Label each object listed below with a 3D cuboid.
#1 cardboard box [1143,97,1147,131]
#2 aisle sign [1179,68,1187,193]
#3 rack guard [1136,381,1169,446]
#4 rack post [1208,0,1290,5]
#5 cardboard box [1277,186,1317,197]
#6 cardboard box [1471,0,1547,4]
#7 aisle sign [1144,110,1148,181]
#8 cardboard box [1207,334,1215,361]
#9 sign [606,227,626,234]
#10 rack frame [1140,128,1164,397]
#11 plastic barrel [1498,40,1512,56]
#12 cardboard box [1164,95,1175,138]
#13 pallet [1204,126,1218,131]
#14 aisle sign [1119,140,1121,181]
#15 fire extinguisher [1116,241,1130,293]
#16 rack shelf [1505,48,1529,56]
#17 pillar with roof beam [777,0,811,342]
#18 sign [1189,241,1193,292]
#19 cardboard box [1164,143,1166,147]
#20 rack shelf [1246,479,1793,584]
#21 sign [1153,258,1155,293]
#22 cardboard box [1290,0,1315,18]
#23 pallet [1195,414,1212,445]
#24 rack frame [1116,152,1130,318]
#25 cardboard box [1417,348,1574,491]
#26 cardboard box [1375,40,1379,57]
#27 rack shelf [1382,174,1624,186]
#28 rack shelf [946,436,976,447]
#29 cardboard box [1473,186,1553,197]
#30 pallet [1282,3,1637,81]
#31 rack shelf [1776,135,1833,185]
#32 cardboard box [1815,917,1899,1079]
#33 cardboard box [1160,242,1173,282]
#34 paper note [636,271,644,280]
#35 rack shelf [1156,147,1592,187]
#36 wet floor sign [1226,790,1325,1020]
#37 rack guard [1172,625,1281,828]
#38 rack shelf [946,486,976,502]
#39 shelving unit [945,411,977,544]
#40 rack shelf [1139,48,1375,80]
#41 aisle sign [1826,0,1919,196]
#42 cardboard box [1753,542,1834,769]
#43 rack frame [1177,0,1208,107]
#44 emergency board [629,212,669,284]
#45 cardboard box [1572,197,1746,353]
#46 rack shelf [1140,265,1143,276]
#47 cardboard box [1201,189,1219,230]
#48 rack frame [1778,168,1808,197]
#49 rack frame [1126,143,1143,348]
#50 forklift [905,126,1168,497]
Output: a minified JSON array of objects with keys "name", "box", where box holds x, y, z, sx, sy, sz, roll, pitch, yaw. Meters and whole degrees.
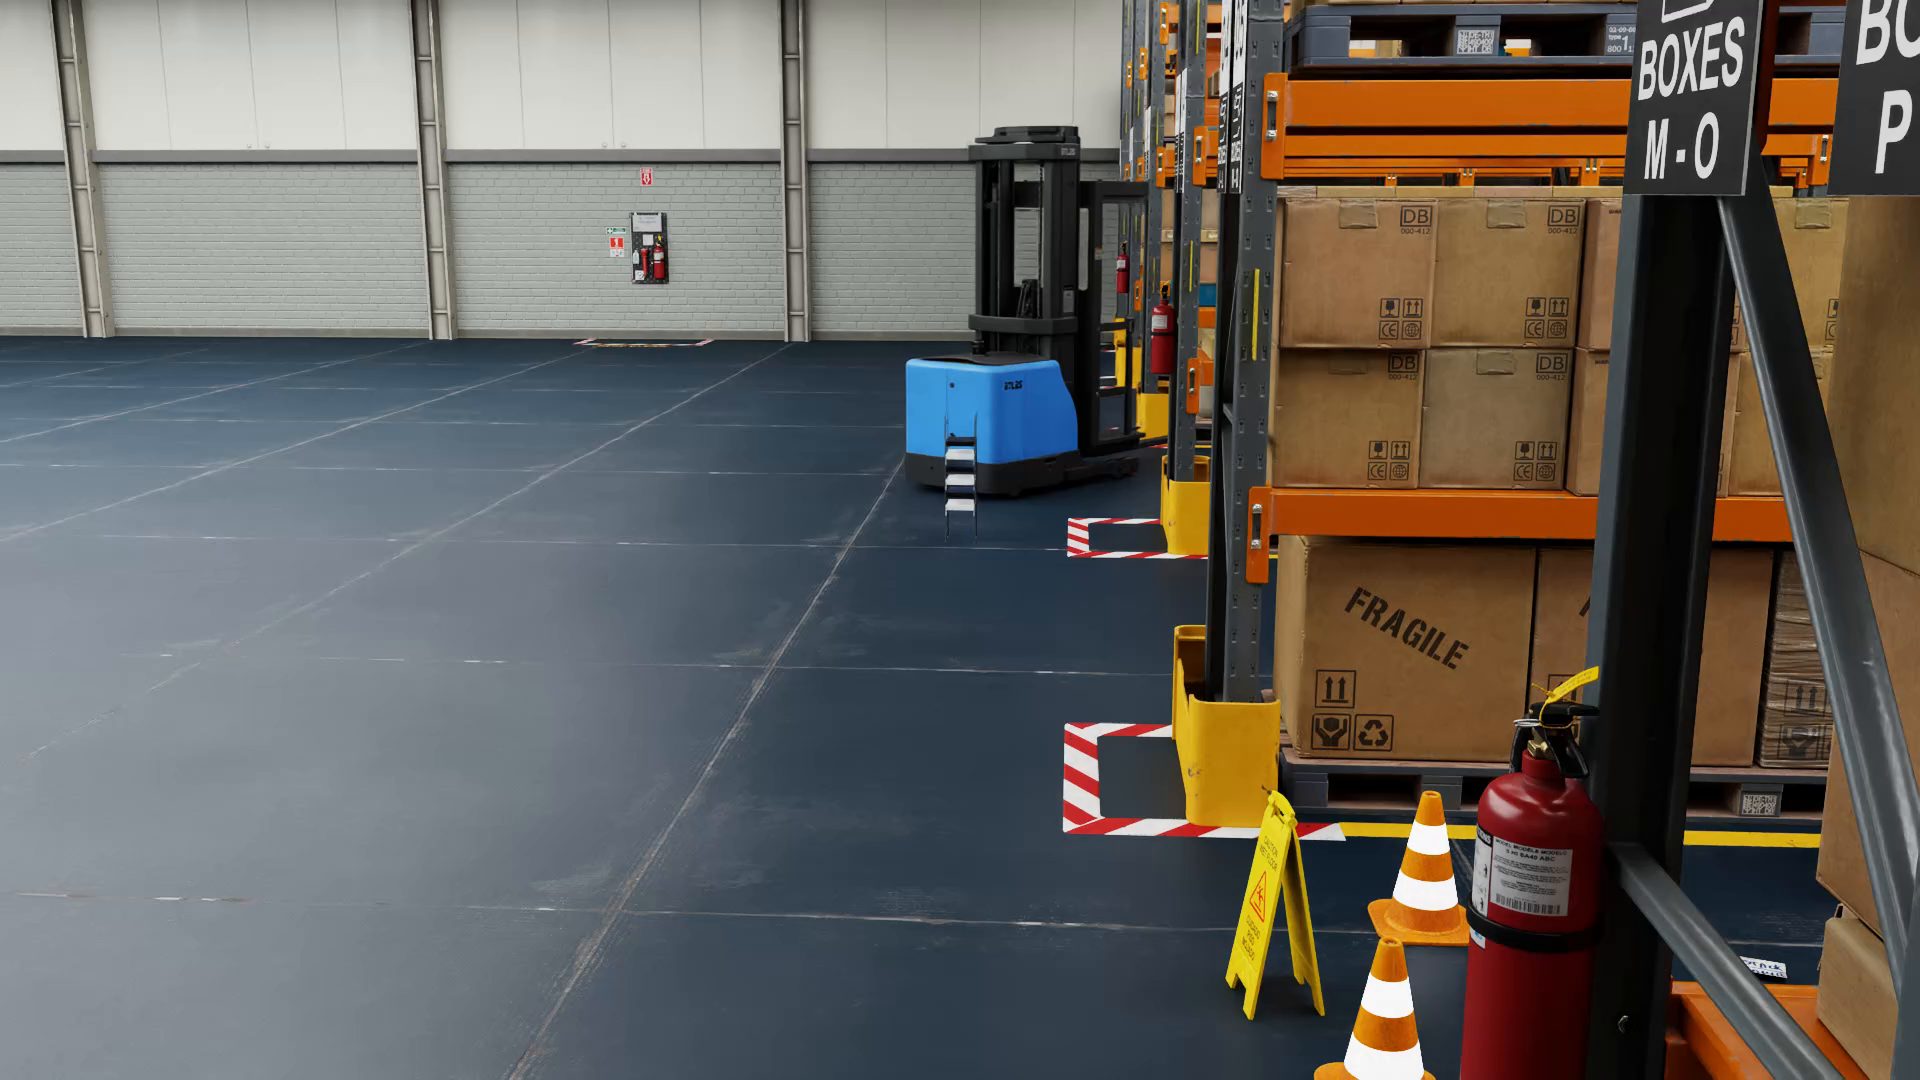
[{"name":"cardboard box","box":[2.915,-6.483,25.373,0.500,0.500,0.500,0,12,0]},{"name":"aisle sign","box":[1.472,-2.698,10.989,0.004,0.787,0.394,1,12,4]},{"name":"rack guard","box":[1.964,-1.283,16.678,0.348,0.500,1.175,1,12,4]},{"name":"rack post","box":[2.630,-5.153,15.645,0.954,0.300,0.937,2,12,10]},{"name":"cardboard box","box":[2.084,-2.106,11.099,0.500,0.500,0.500,1,12,4]},{"name":"cardboard box","box":[1.946,-1.996,6.004,0.250,0.149,0.380,1,12,4]},{"name":"aisle sign","box":[1.833,-3.832,16.410,0.004,0.787,0.394,1,12,4]},{"name":"cardboard box","box":[1.822,-1.310,11.318,0.250,0.149,0.380,1,12,4]},{"name":"sign","box":[-5.688,-5.116,27.517,0.331,0.109,0.001,1,12,4]},{"name":"rack frame","box":[1.885,-2.497,16.381,0.127,3.000,1.000,1,12,4]},{"name":"plastic barrel","box":[4.890,-4.397,15.888,0.708,0.901,0.600,1,12,4]},{"name":"cardboard box","box":[2.792,-5.293,20.802,0.637,0.503,0.797,2,12,8]},{"name":"pallet","box":[2.704,-3.842,15.944,1.213,0.211,1.003,1,12,4]},{"name":"aisle sign","box":[2.455,-5.734,25.502,0.004,0.787,0.394,1,12,4]},{"name":"fire extinguisher","box":[2.132,-3.568,21.688,0.183,0.674,0.296,1,12,4]},{"name":"rack shelf","box":[8.206,-5.816,20.327,4.000,0.370,1.077,1,12,4]},{"name":"pillar with roof beam","box":[-2.971,-6.828,22.430,0.400,9.000,9.100,1,12,4]},{"name":"sign","box":[1.518,-1.798,10.926,0.005,0.325,0.100,1,12,4]},{"name":"cardboard box","box":[2.980,-6.094,25.957,0.500,0.500,0.500,2,12,8]},{"name":"rack shelf","box":[3.117,-0.094,6.649,4.000,0.370,1.077,1,12,4]},{"name":"sign","box":[1.844,-2.521,15.816,0.005,0.325,0.100,1,12,4]},{"name":"cardboard box","box":[1.476,-2.138,6.681,0.250,0.149,0.380,1,12,4]},{"name":"pallet","box":[2.774,-1.129,16.649,1.213,0.211,1.003,1,12,4]},{"name":"rack frame","box":[2.547,-4.521,26.057,0.127,3.000,1.000,1,12,4]},{"name":"cardboard box","box":[2.045,-0.548,6.697,0.550,0.550,0.875,1,12,4]},{"name":"cardboard box","box":[3.117,-3.424,11.291,0.500,0.500,0.500,1,12,4]},{"name":"rack shelf","box":[8.533,-5.555,25.431,4.000,0.370,1.077,1,12,4]},{"name":"rack shelf","box":[0.008,-0.672,11.627,0.200,0.077,0.258,1,12,4]},{"name":"cardboard box","box":[3.581,-2.086,11.001,0.500,0.500,0.500,1,12,4]},{"name":"pallet","box":[1.862,-1.891,6.370,1.213,0.211,1.003,1,12,4]},{"name":"rack shelf","box":[7.540,-2.520,10.918,4.000,0.370,1.077,1,12,4]},{"name":"cardboard box","box":[1.279,0.623,2.076,0.250,0.149,0.380,1,12,6]},{"name":"cardboard box","box":[2.684,-3.549,21.165,0.500,0.500,0.700,1,12,4]},{"name":"paper note","box":[-5.319,-4.398,27.616,0.142,0.148,0.016,1,12,4]},{"name":"rack shelf","box":[3.880,-3.586,16.017,4.000,0.370,1.077,1,12,4]},{"name":"wet floor sign","box":[0.960,1.083,5.016,0.232,0.644,0.267,-1,12,-6]},{"name":"rack guard","box":[1.097,0.749,6.964,0.348,0.500,1.175,1,12,4]},{"name":"rack shelf","box":[0.008,-0.320,11.701,0.200,0.077,0.258,1,12,4]},{"name":"shelving unit","box":[0.008,-0.440,11.675,0.210,0.900,0.258,1,12,4]},{"name":"rack shelf","box":[4.215,-5.871,20.588,4.000,0.370,1.077,1,12,4]},{"name":"aisle sign","box":[0.809,-0.671,1.301,0.004,0.787,0.394,1,12,4]},{"name":"cardboard box","box":[3.590,0.381,6.784,0.875,0.875,0.875,1,12,4]},{"name":"rack frame","box":[1.554,-4.422,10.930,0.127,3.000,1.000,1,12,4]},{"name":"emergency board","box":[-5.147,-4.812,27.447,0.643,1.169,0.194,1,12,4]},{"name":"cardboard box","box":[2.594,-1.039,6.403,0.550,0.550,0.875,1,12,4]},{"name":"rack shelf","box":[4.542,-4.142,26.000,4.000,0.370,1.077,1,12,4]},{"name":"cardboard box","box":[3.262,-4.177,21.000,0.500,0.500,0.700,0,12,2]},{"name":"rack frame","box":[10.201,-3.400,20.695,0.127,3.000,1.000,1,12,4]},{"name":"rack frame","box":[2.219,-3.509,21.219,0.127,3.000,1.000,1,12,4]},{"name":"forklift","box":[0.904,-2.020,14.264,1.130,2.935,3.031,10,16,41]}]
